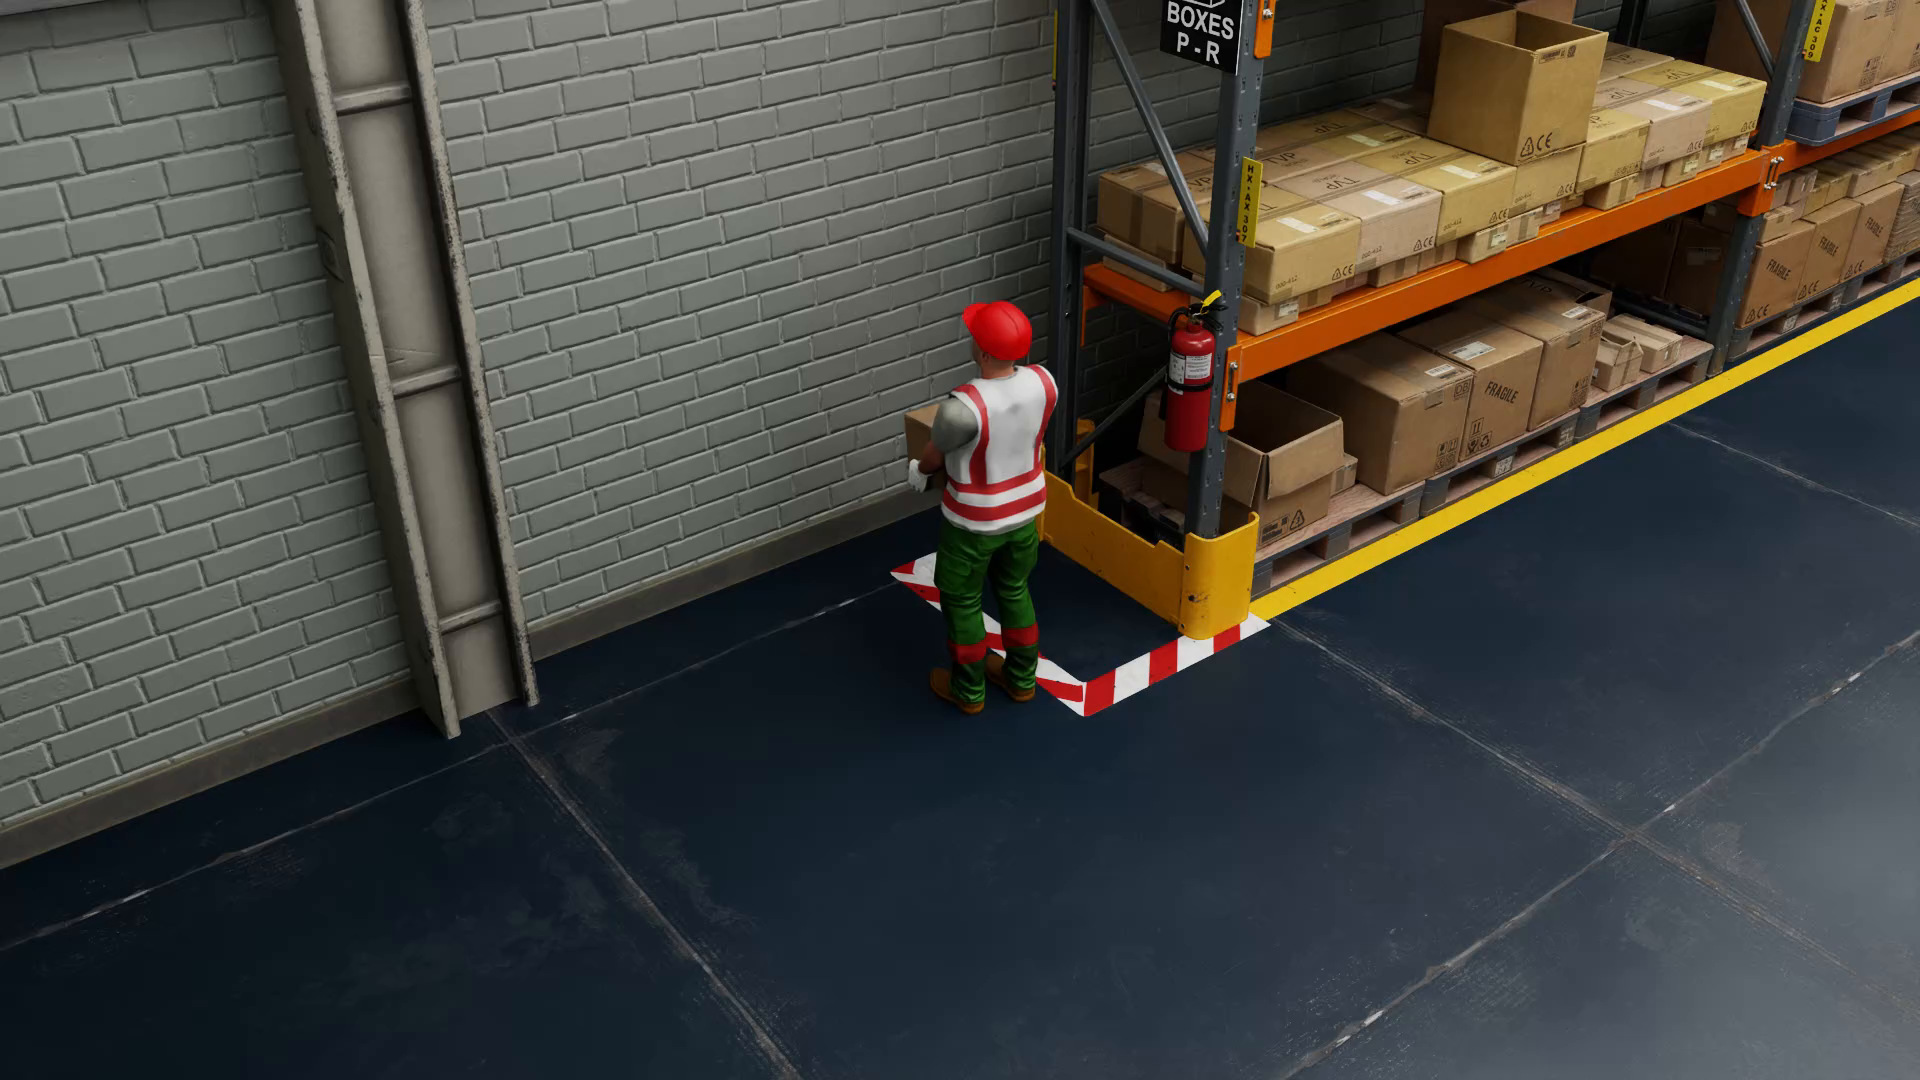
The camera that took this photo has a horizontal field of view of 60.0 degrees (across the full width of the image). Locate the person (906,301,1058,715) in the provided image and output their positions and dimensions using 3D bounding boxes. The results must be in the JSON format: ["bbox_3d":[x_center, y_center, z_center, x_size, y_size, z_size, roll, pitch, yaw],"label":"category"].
[{"bbox_3d":[0.057,-0.139,6.345,0.494,1.781,0.564,-20,37,-29],"label":"person"}]
